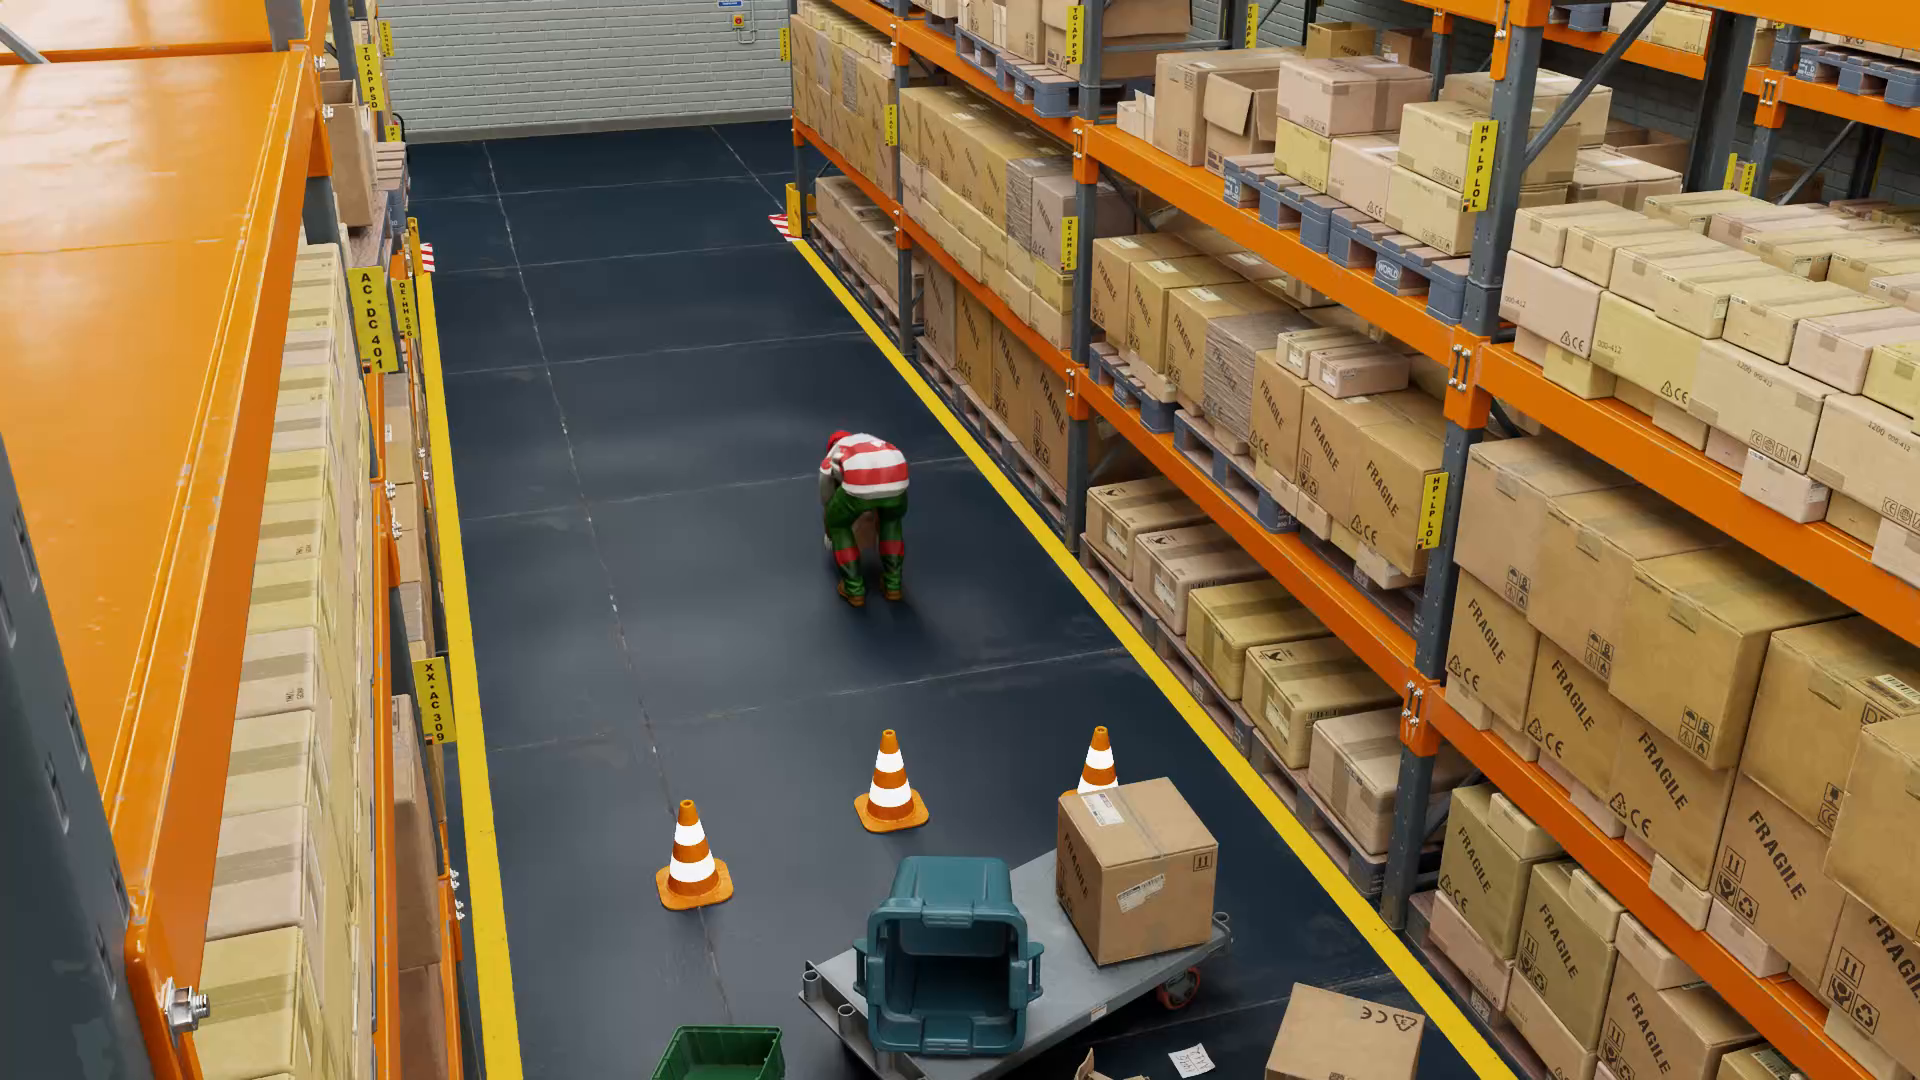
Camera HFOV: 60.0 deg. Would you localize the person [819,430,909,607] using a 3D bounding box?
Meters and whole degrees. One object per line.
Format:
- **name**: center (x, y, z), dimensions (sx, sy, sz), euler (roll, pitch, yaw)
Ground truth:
- **person**: center (-0.622, -0.205, 10.353), dimensions (0.522, 1.036, 0.957), euler (-9, 28, -18)
